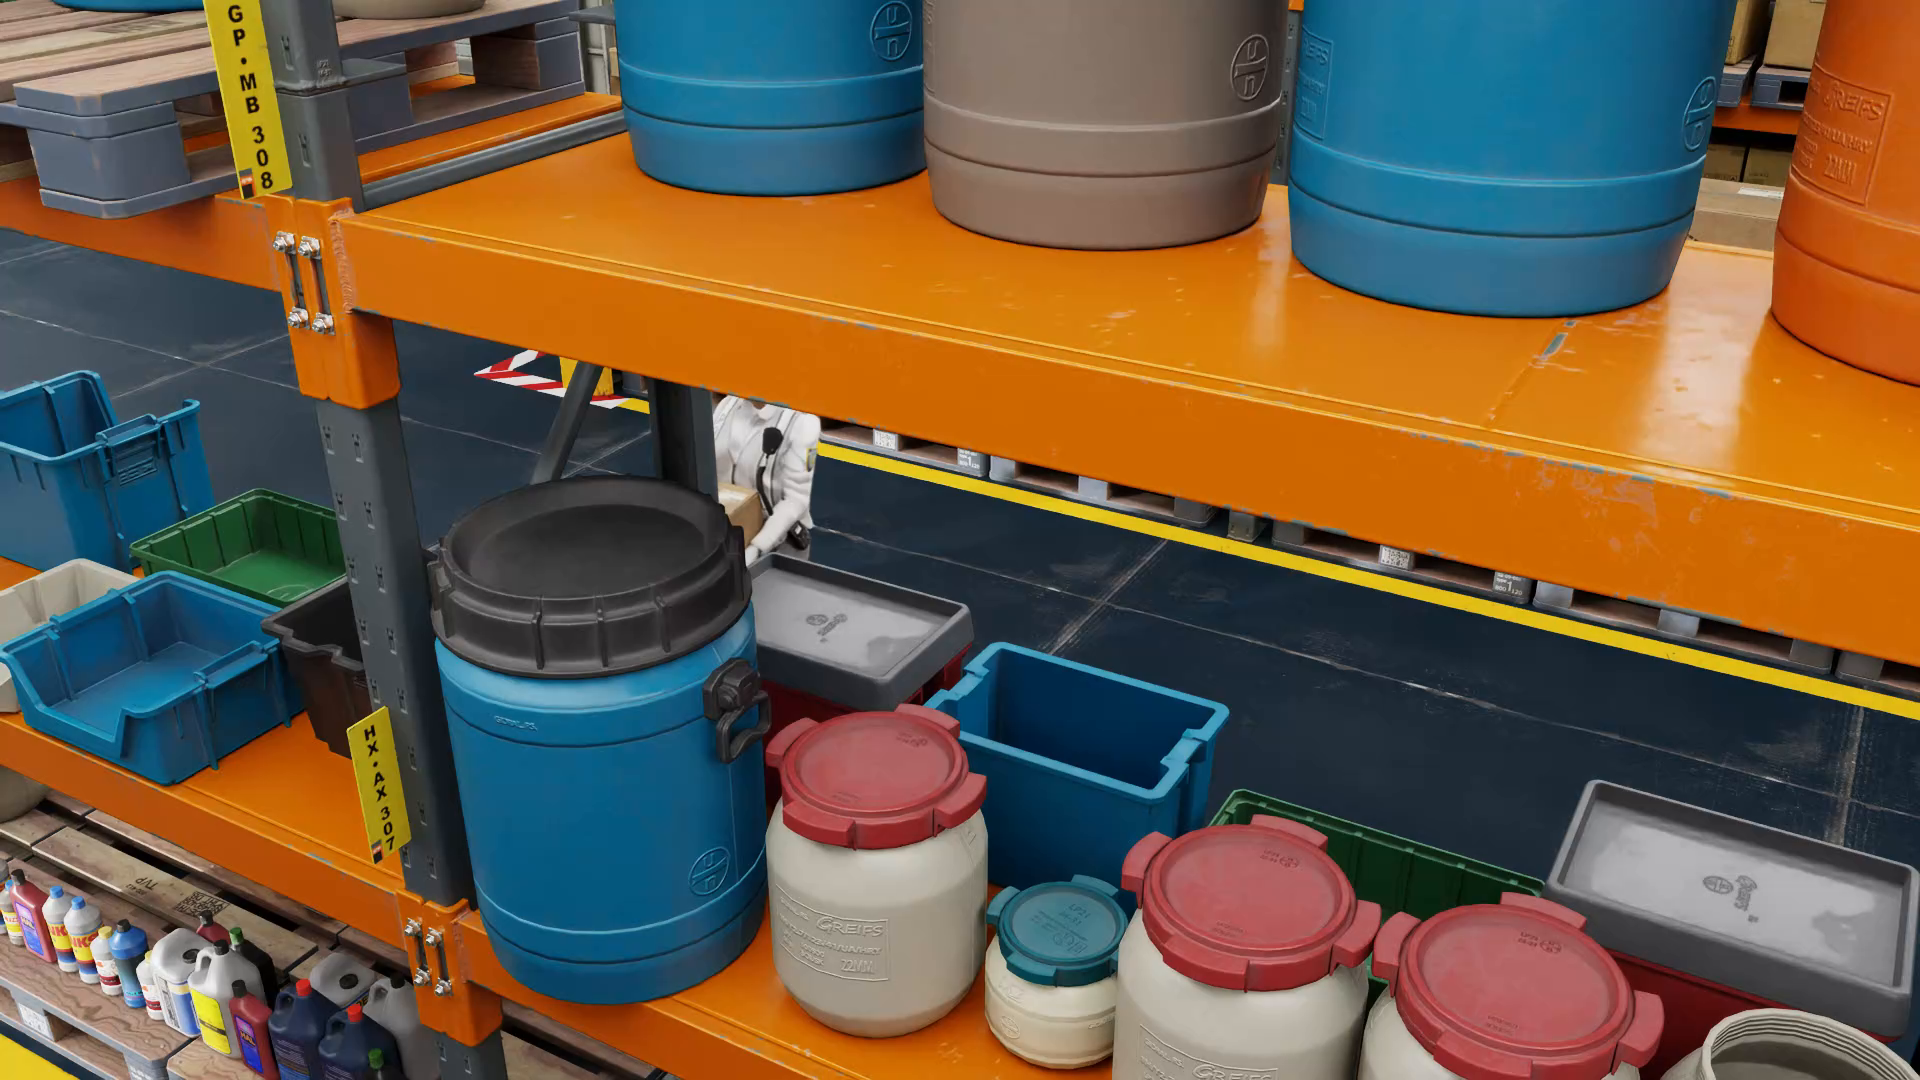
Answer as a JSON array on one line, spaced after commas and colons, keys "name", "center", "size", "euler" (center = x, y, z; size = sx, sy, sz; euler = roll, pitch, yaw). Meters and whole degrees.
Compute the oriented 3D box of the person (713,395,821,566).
[{"name": "person", "center": [-0.752, 0.040, 6.005], "size": [0.461, 1.687, 0.562], "euler": [14, 30, 26]}]
